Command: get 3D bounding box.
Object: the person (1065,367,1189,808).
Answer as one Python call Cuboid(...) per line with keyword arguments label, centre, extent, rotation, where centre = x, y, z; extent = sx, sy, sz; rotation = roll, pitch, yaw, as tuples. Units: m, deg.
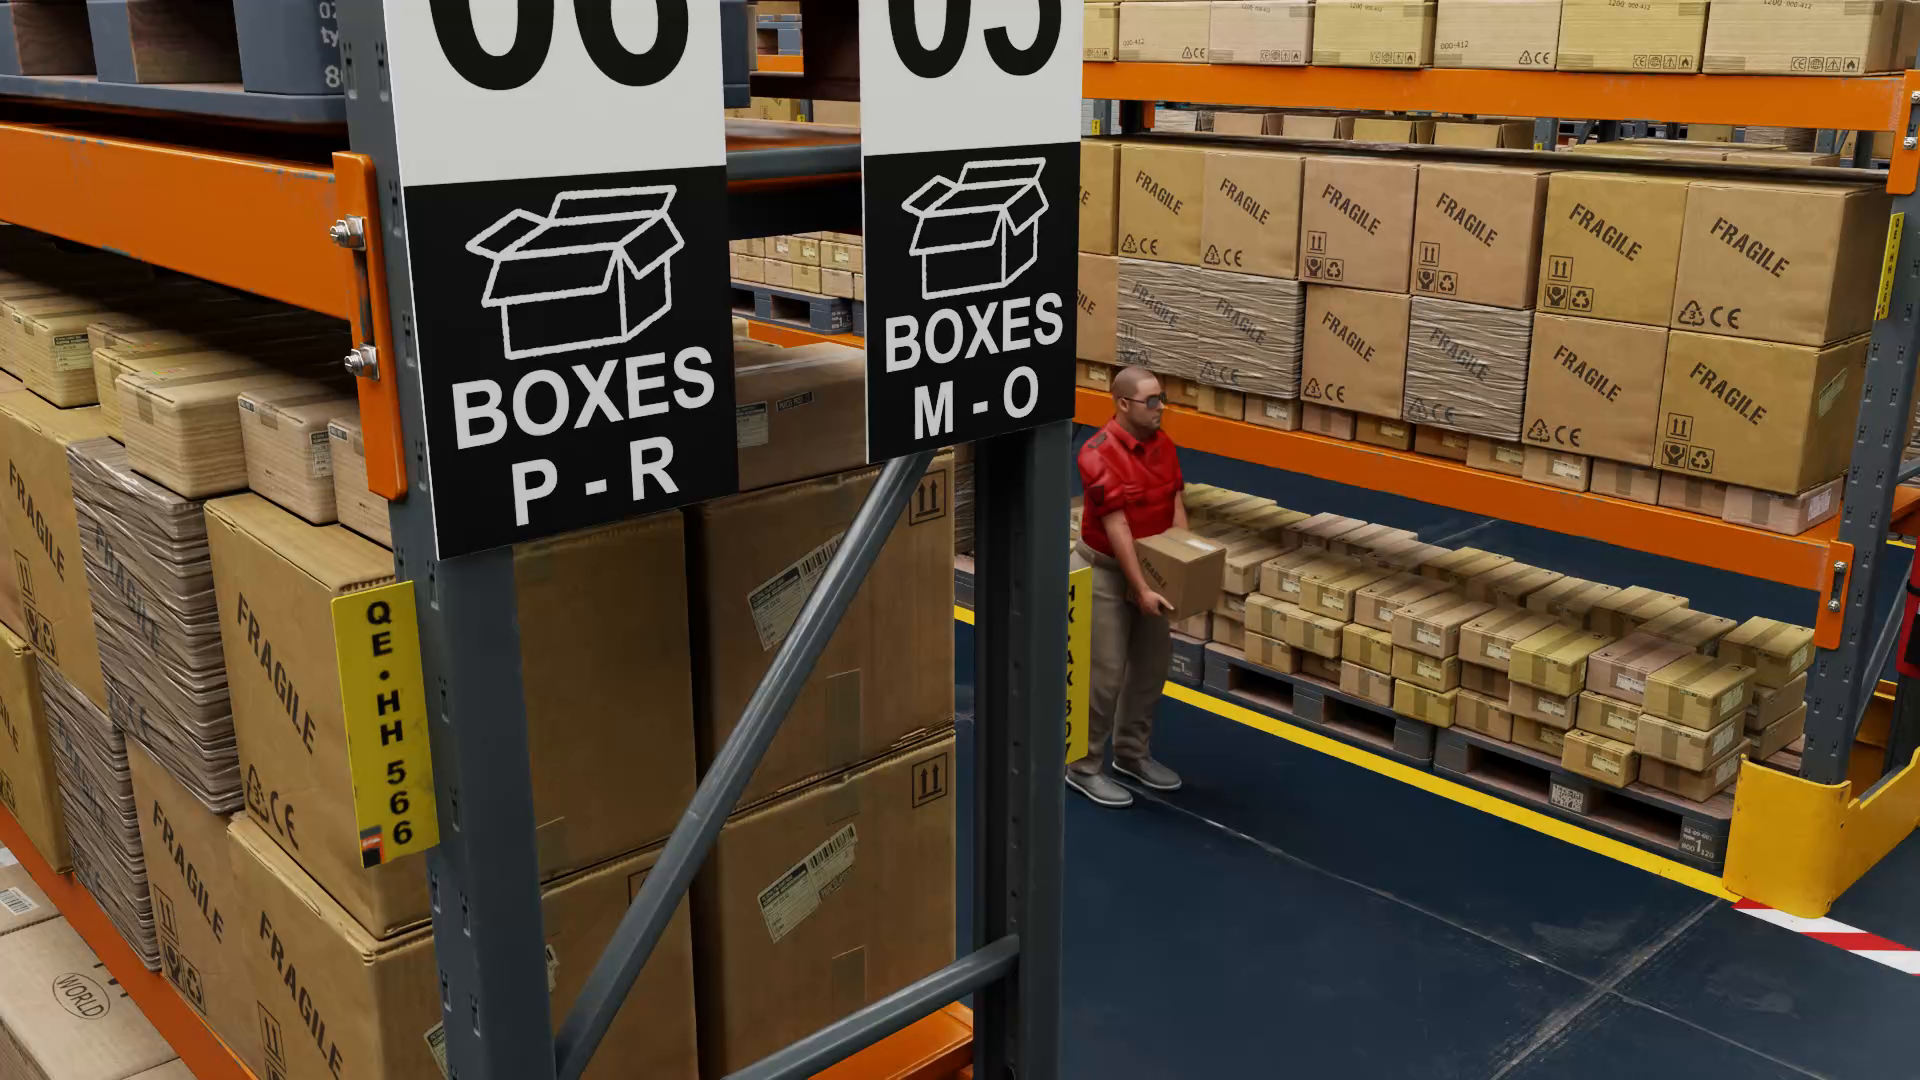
Cuboid(label="person", centre=(0.707, 0.185, 6.496), extent=(0.489, 1.726, 0.553), rotation=(-16, 24, -42))
